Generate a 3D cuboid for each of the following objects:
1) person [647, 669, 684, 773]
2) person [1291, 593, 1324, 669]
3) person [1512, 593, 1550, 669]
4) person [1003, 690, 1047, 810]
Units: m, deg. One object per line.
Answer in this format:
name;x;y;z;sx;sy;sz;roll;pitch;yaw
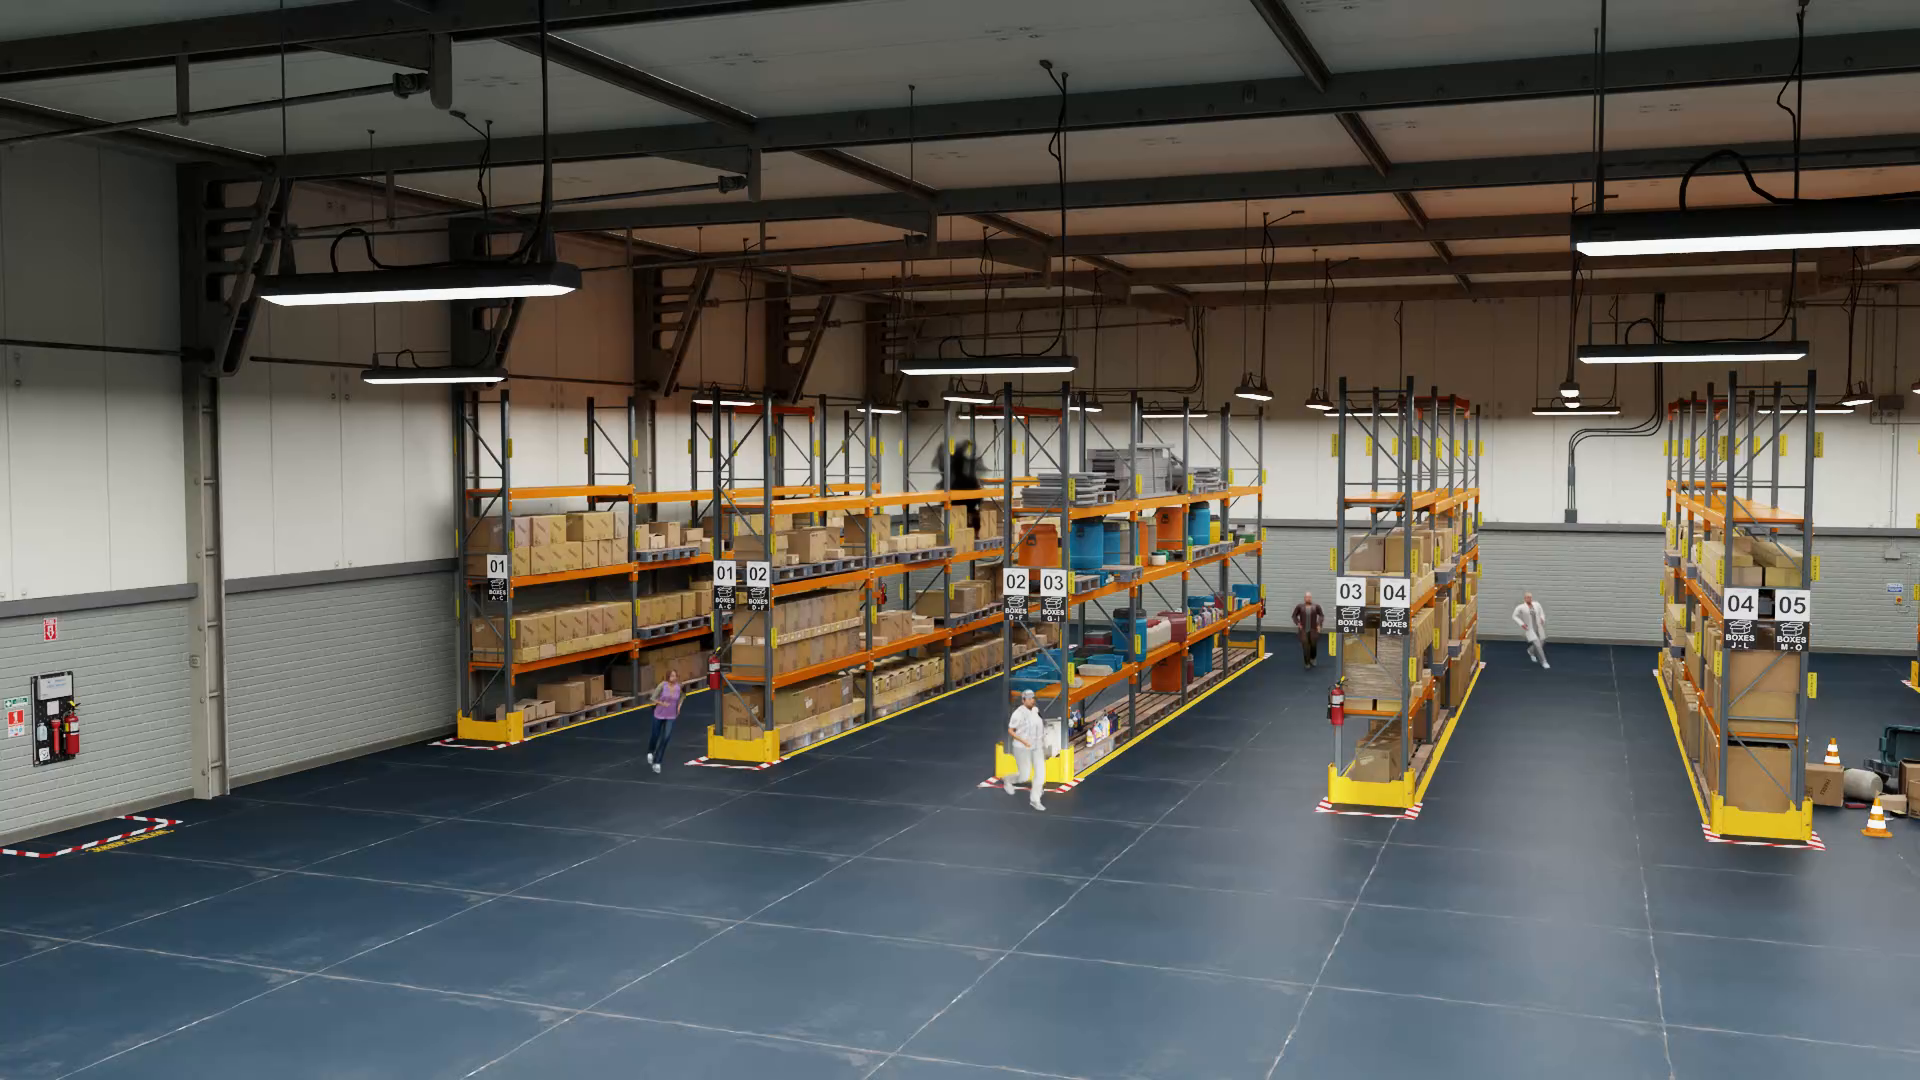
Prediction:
person;-4.571;2.783;25.969;0.567;1.566;0.847;-1;3;-18
person;7.864;2.102;37.634;0.718;1.658;0.634;1;3;11
person;13.026;2.017;38.142;0.723;1.641;0.836;-1;3;-9
person;0.932;2.918;23.290;0.620;1.663;0.769;-2;4;-37
